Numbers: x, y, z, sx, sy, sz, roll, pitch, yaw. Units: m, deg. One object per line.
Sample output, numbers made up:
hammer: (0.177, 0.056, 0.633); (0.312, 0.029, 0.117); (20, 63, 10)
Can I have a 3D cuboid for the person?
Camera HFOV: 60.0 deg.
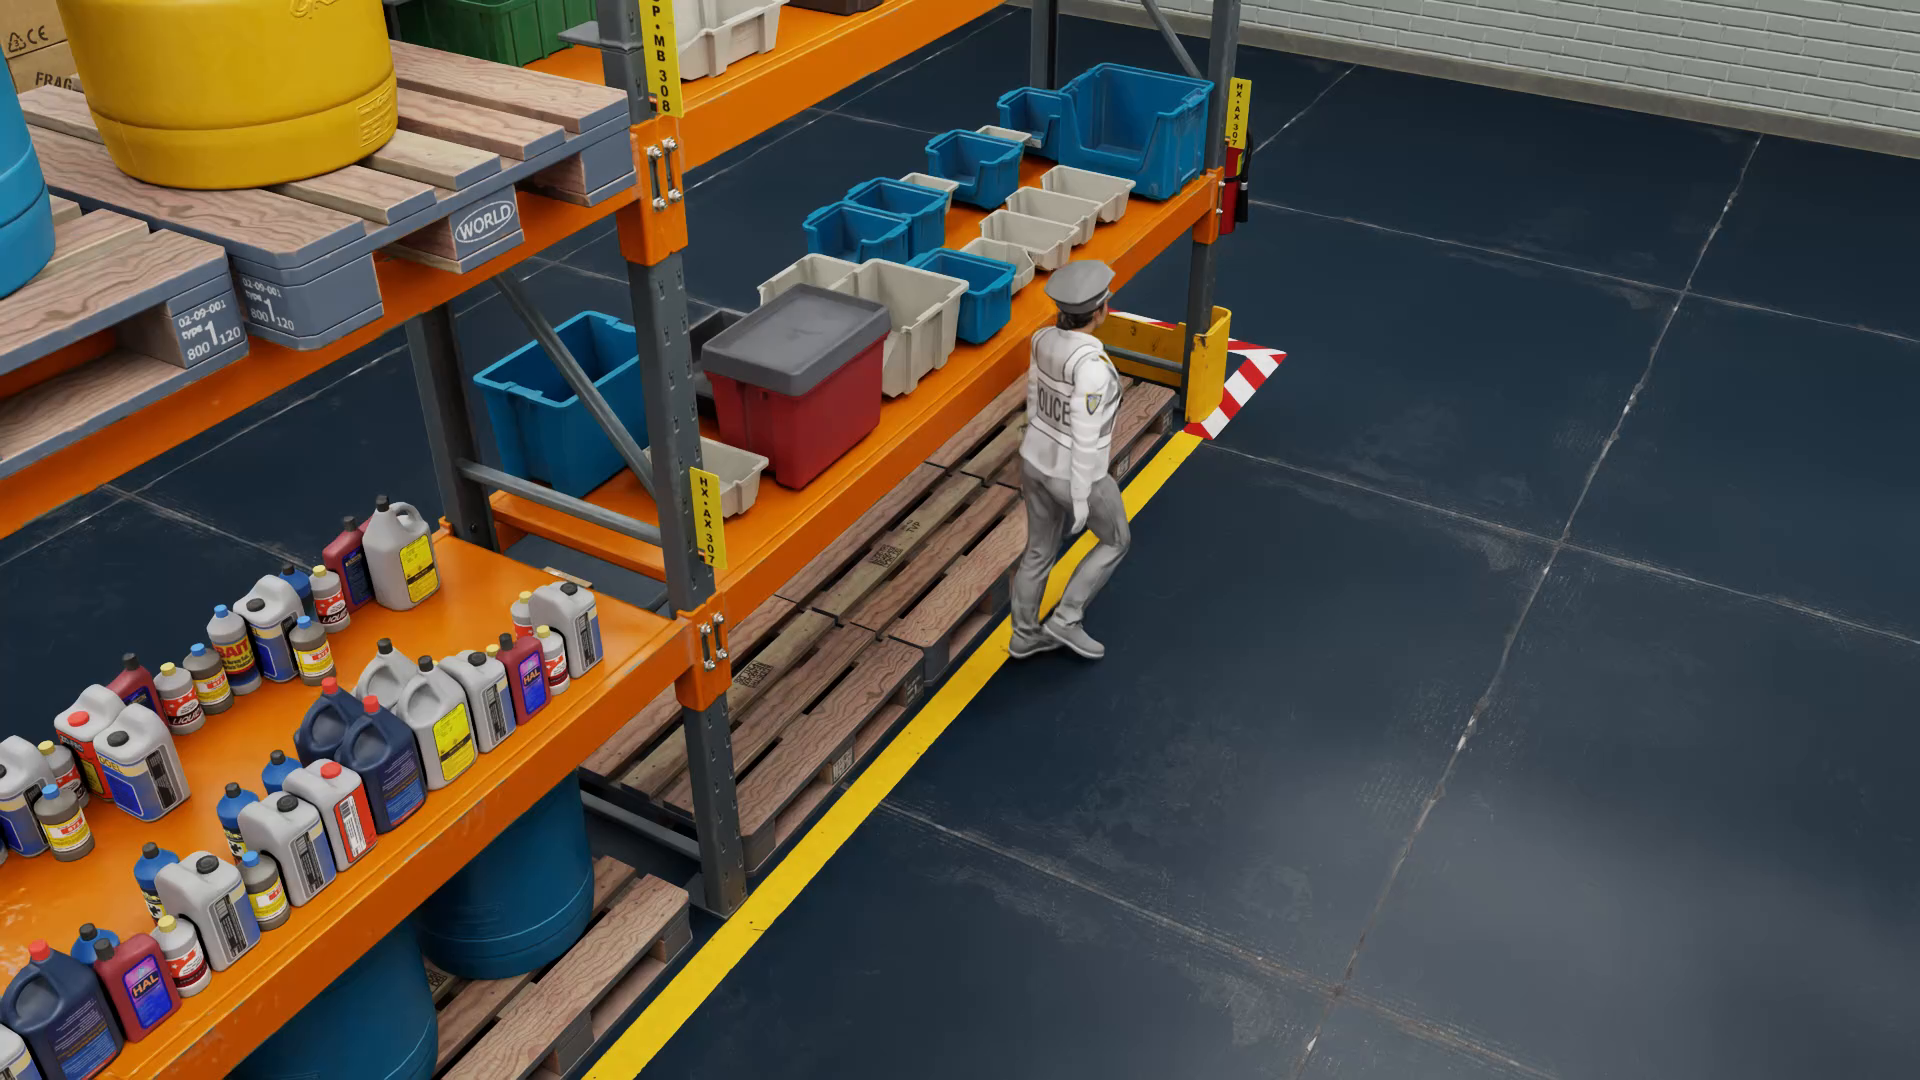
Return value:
person: (0.400, -0.276, 6.502); (0.483, 1.662, 0.509); (-21, 40, -28)
